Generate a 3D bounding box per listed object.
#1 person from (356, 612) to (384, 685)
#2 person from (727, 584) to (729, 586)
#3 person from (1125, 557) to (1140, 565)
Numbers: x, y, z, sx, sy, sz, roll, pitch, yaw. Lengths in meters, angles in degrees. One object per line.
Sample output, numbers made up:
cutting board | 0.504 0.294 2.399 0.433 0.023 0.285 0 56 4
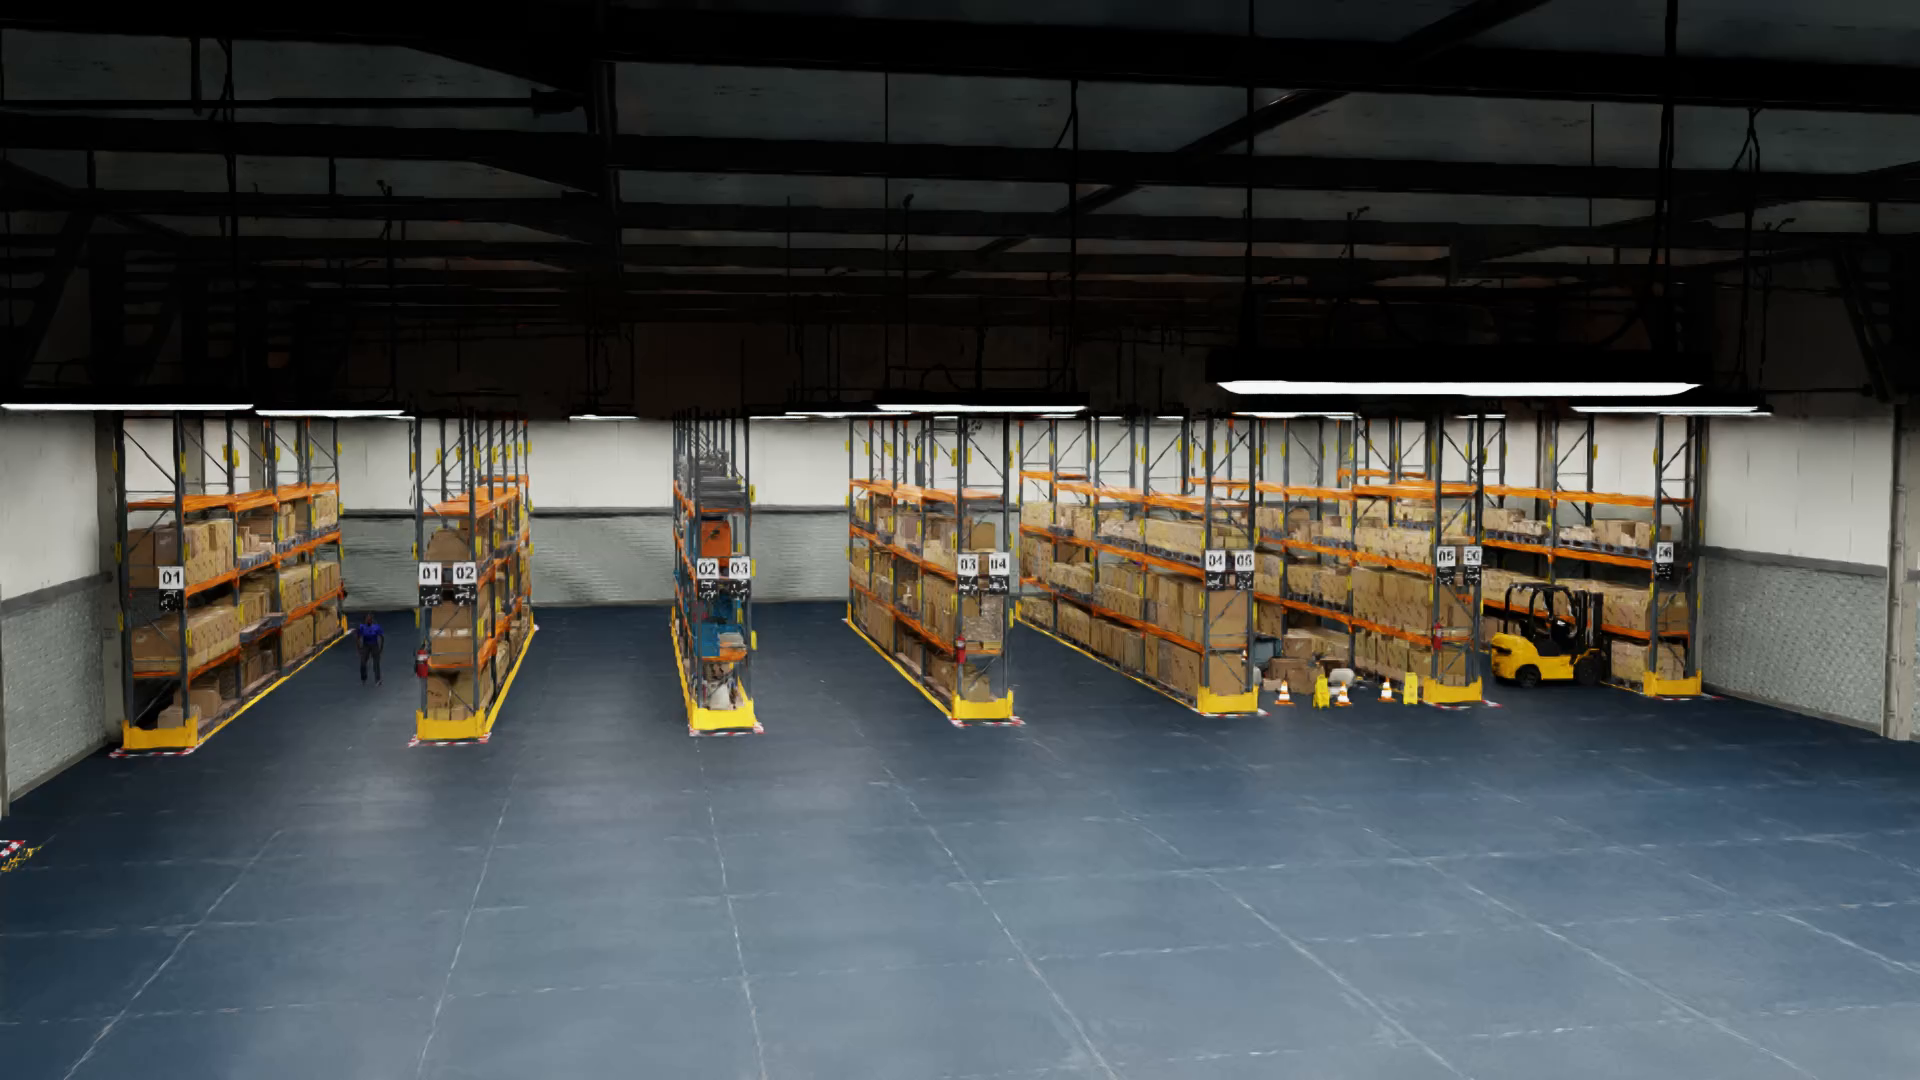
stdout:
person | -12.829 2.358 36.178 0.592 1.604 0.518 -1 4 -14
person | -6.244 1.660 45.669 0.451 1.586 1.099 -1 4 -13
person | 5.391 1.162 51.647 0.706 1.760 0.459 4 6 44
